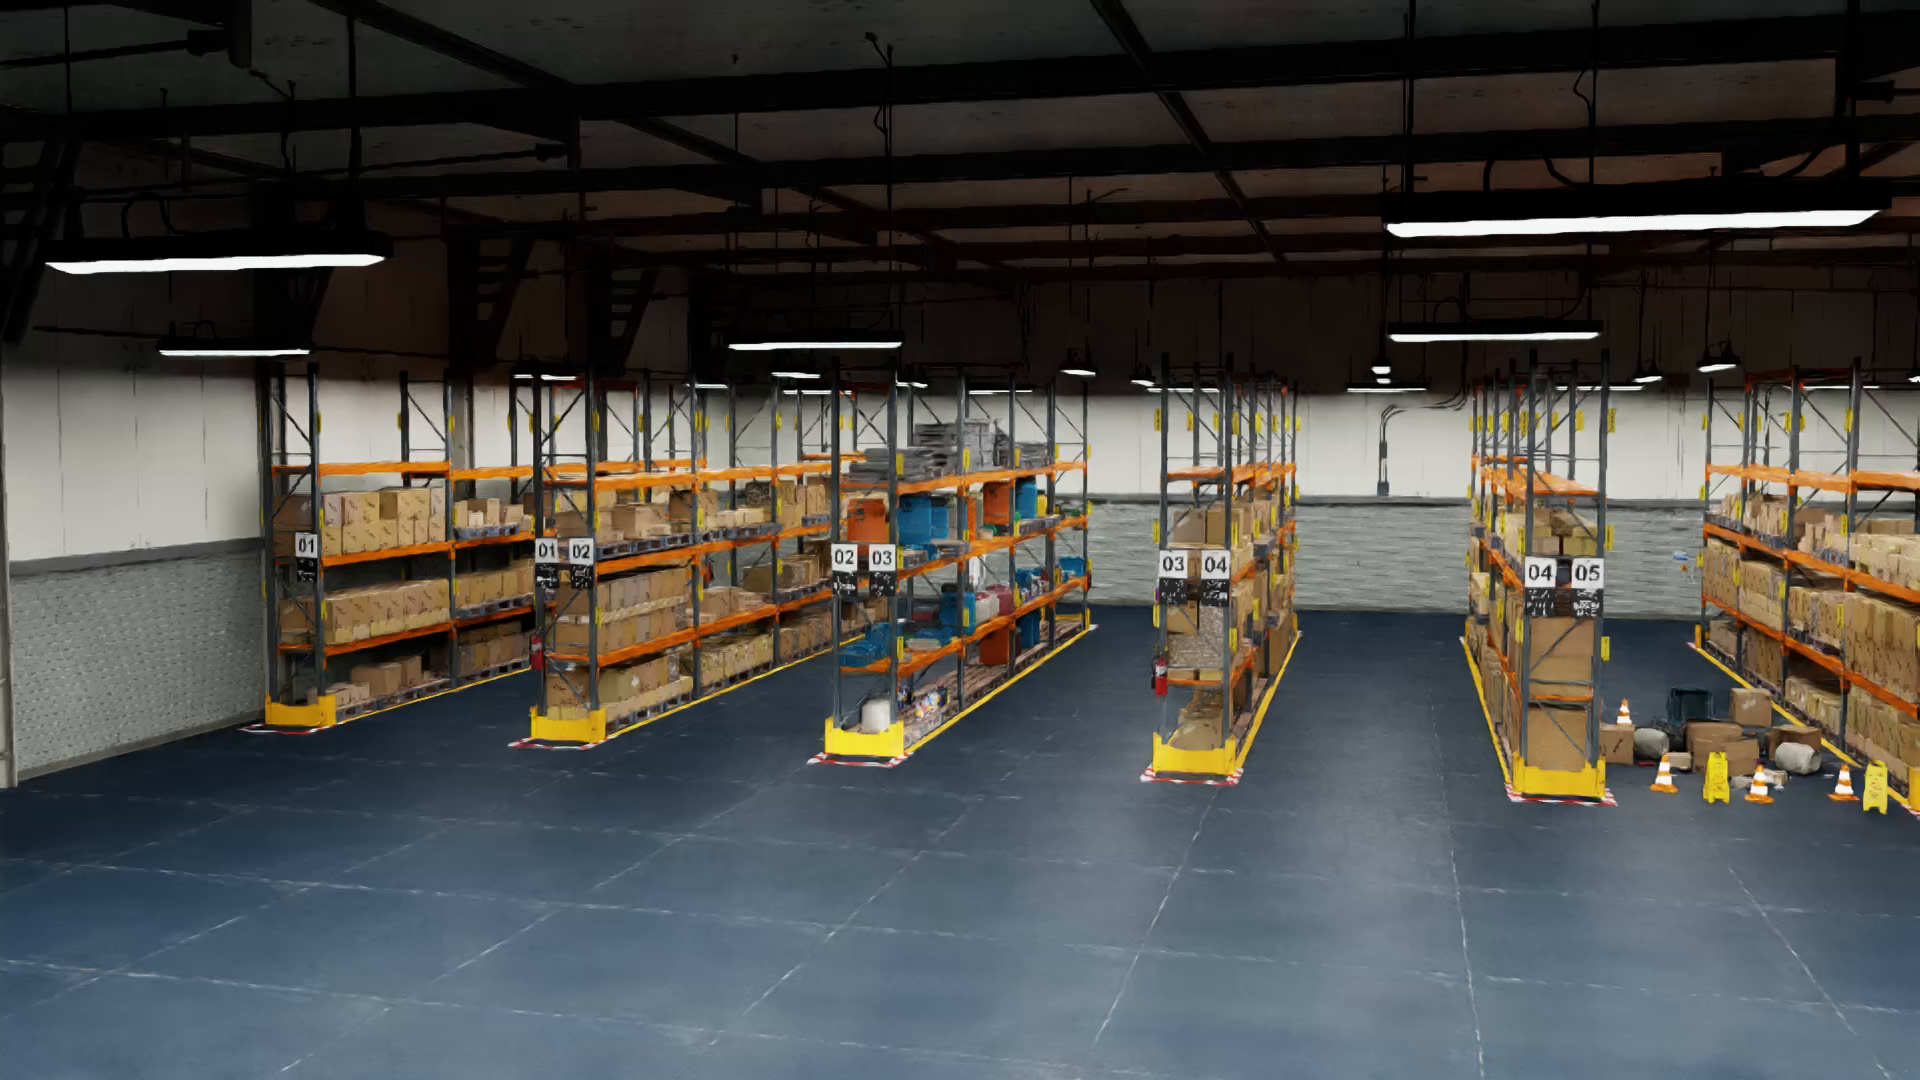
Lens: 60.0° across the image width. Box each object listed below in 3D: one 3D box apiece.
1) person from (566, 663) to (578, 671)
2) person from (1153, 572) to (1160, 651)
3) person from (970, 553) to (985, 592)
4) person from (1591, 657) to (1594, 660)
[{"bbox_3d":[-7.415,1.916,31.462,0.557,1.703,1.116,1,4,12],"label":"person"},{"bbox_3d":[4.437,1.543,36.422,0.557,1.764,0.651,3,5,34],"label":"person"},{"bbox_3d":[0.402,0.932,45.115,0.759,1.770,0.533,-3,5,-40],"label":"person"},{"bbox_3d":[13.326,1.654,35.189,0.569,1.718,0.627,4,6,44],"label":"person"}]
